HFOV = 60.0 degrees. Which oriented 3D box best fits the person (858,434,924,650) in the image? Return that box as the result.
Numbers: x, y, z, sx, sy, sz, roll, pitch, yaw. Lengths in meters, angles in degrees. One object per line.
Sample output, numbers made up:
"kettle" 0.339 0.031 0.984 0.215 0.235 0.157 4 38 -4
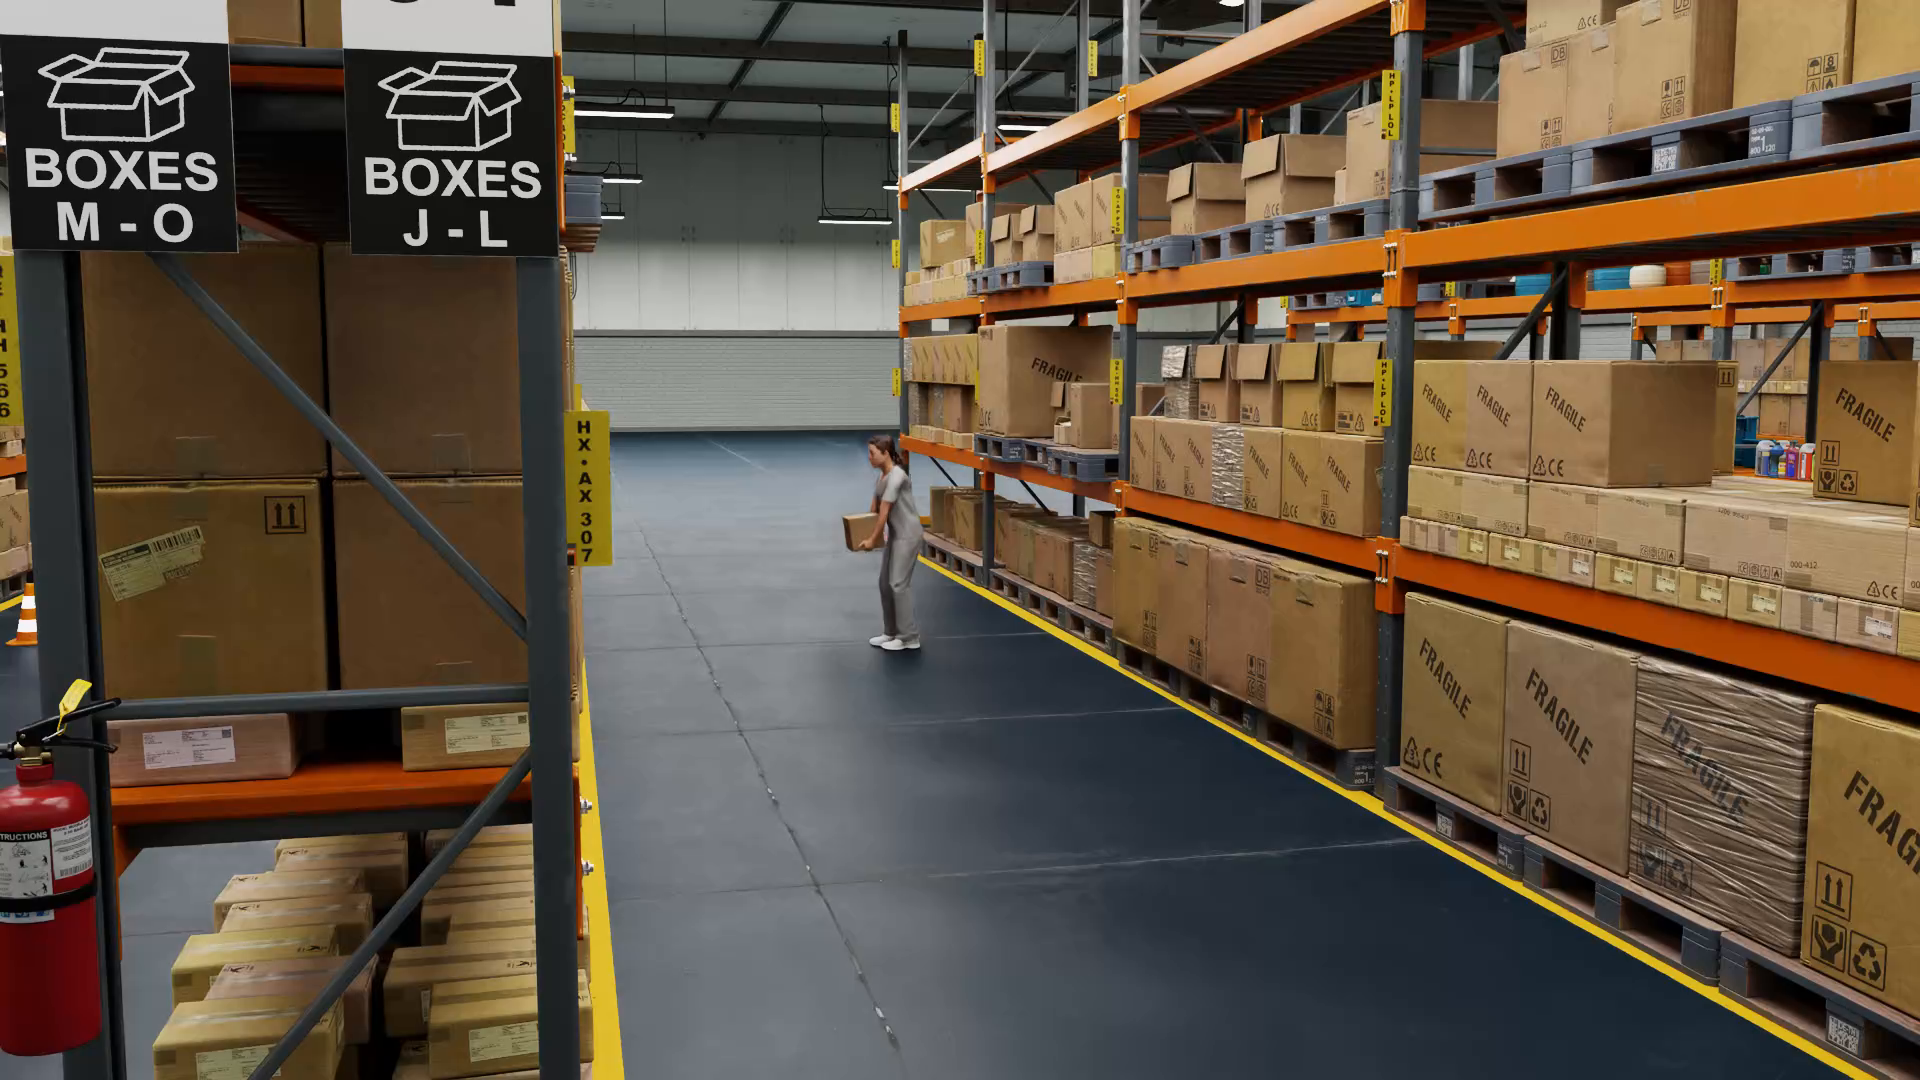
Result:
"person" -0.544 0.022 12.704 0.528 1.626 0.410 -2 6 -15
